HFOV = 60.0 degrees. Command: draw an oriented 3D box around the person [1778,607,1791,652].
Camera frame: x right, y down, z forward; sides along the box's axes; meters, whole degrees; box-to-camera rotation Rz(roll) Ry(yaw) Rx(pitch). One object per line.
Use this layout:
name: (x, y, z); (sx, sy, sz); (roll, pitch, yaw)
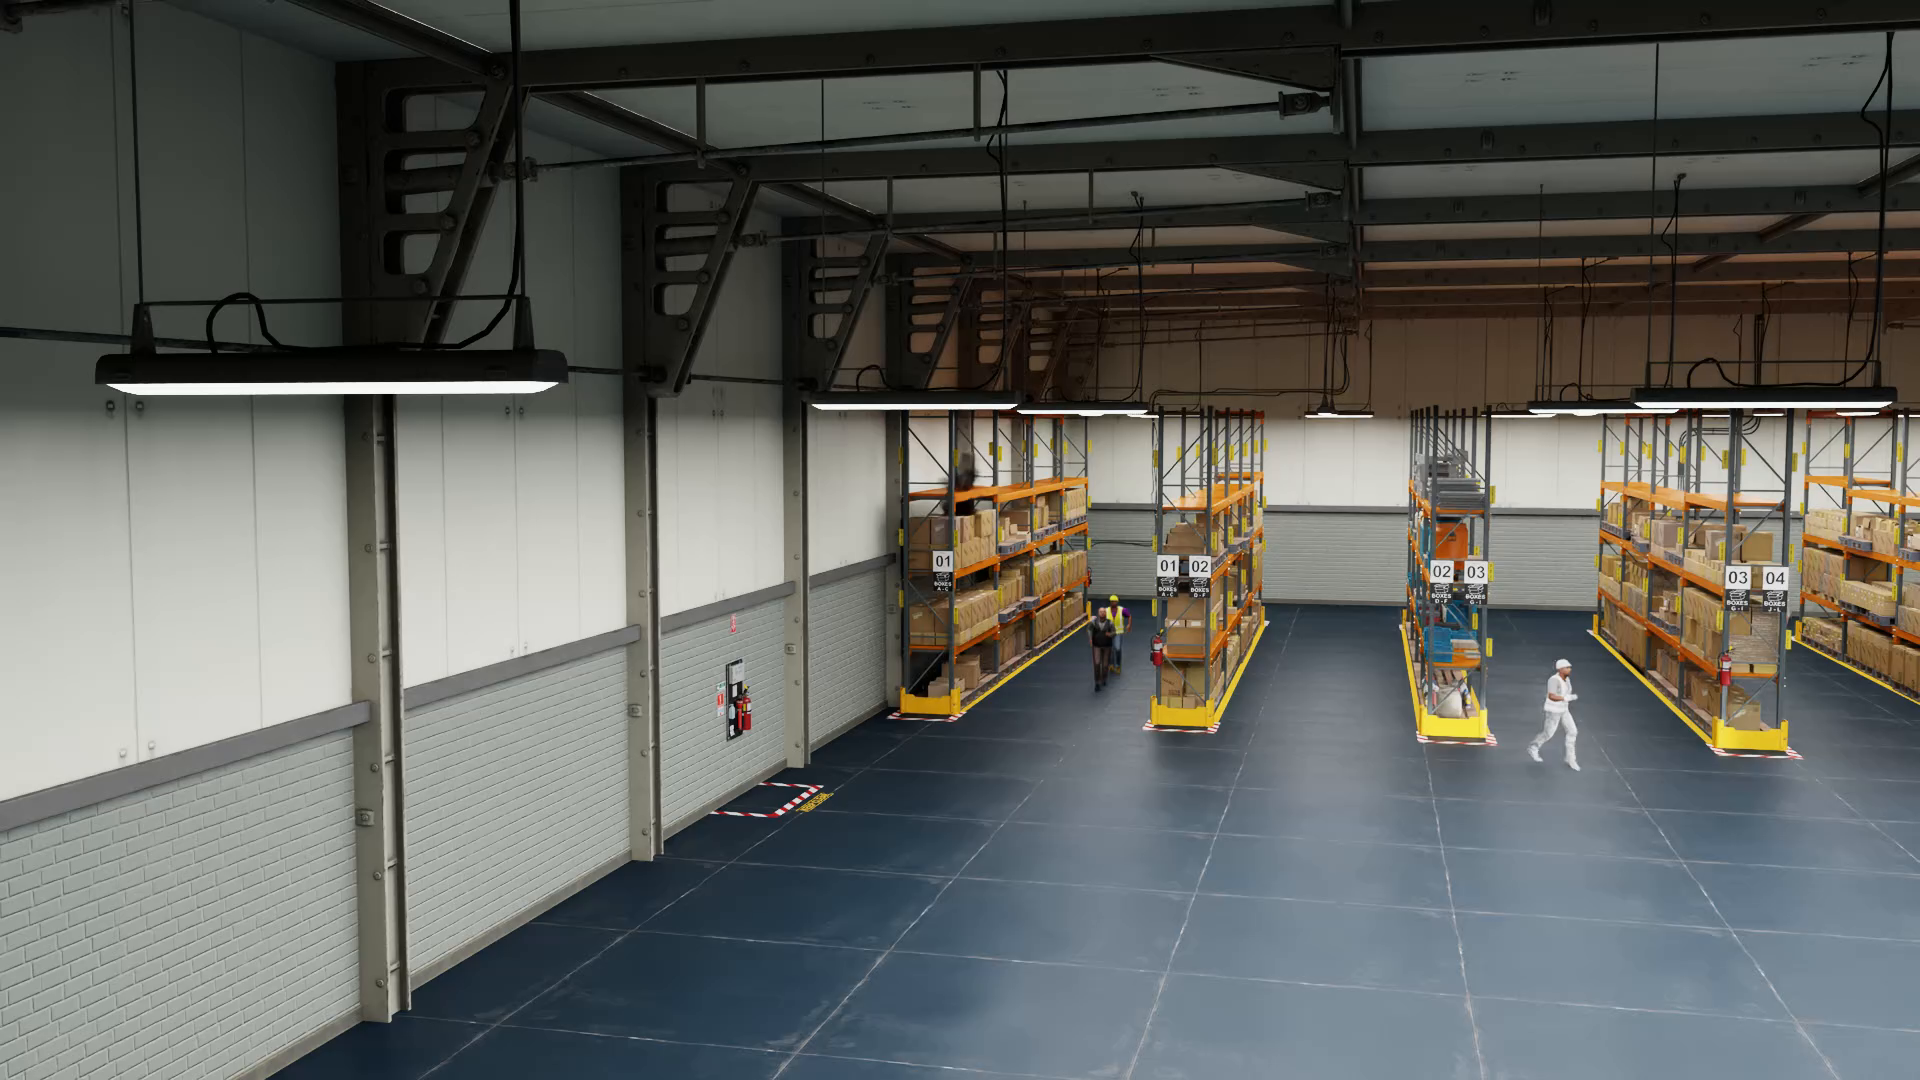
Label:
person: (19.790, 2.072, 40.206); (0.548, 1.574, 0.723); (1, 4, 18)

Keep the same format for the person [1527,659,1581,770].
person: (9.847, 2.865, 27.532); (0.929, 1.823, 0.712); (4, 6, 45)

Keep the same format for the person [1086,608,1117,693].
person: (3.006, 2.320, 35.252); (0.641, 1.784, 0.728); (0, 4, 3)

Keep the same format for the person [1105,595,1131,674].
person: (3.510, 2.157, 37.716); (0.721, 1.821, 0.729); (1, 4, 10)
